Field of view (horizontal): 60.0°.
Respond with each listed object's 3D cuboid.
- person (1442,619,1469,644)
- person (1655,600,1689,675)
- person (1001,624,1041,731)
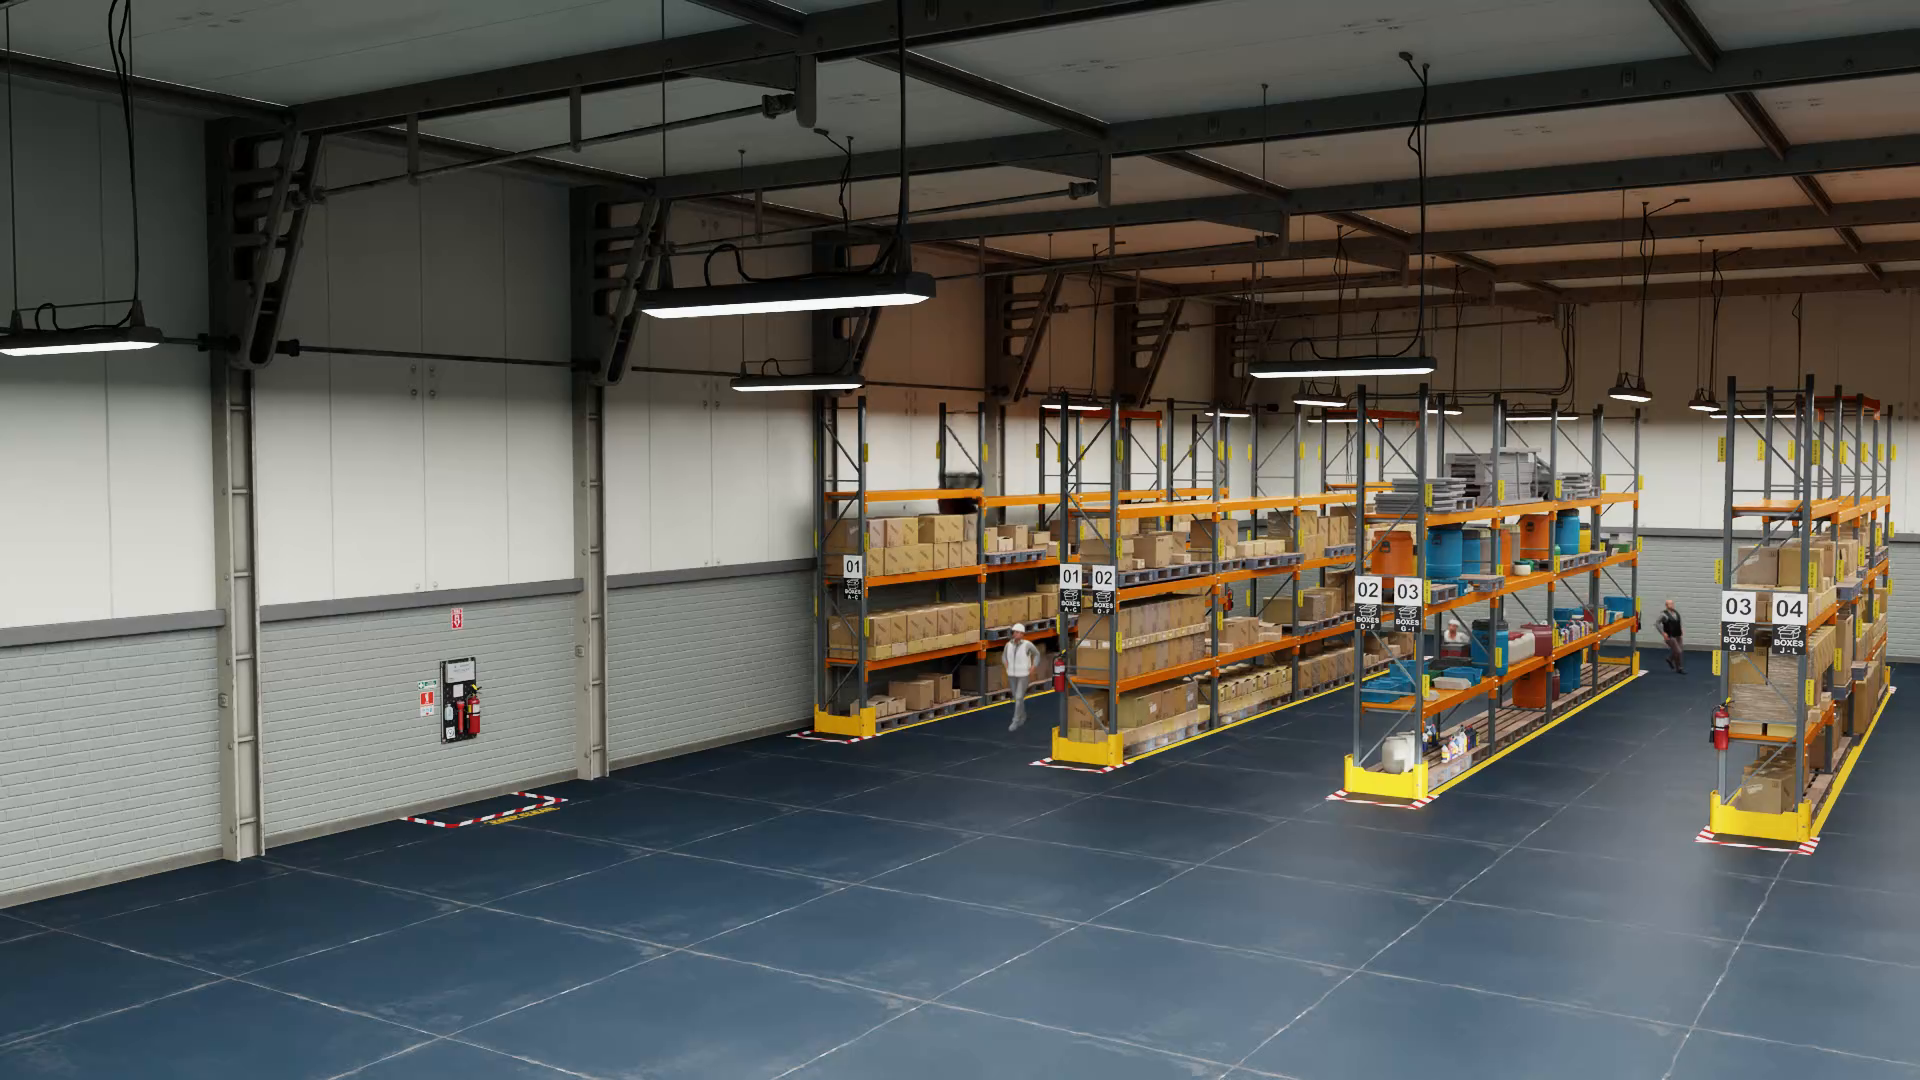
[{"bbox_3d":[9.690,2.404,32.596,0.610,1.745,0.819,2,4,32],"label":"person"},{"bbox_3d":[16.087,2.185,37.684,0.730,1.682,0.754,-1,3,-18],"label":"person"},{"bbox_3d":[1.022,2.348,28.595,0.681,1.830,0.797,2,3,28],"label":"person"}]
